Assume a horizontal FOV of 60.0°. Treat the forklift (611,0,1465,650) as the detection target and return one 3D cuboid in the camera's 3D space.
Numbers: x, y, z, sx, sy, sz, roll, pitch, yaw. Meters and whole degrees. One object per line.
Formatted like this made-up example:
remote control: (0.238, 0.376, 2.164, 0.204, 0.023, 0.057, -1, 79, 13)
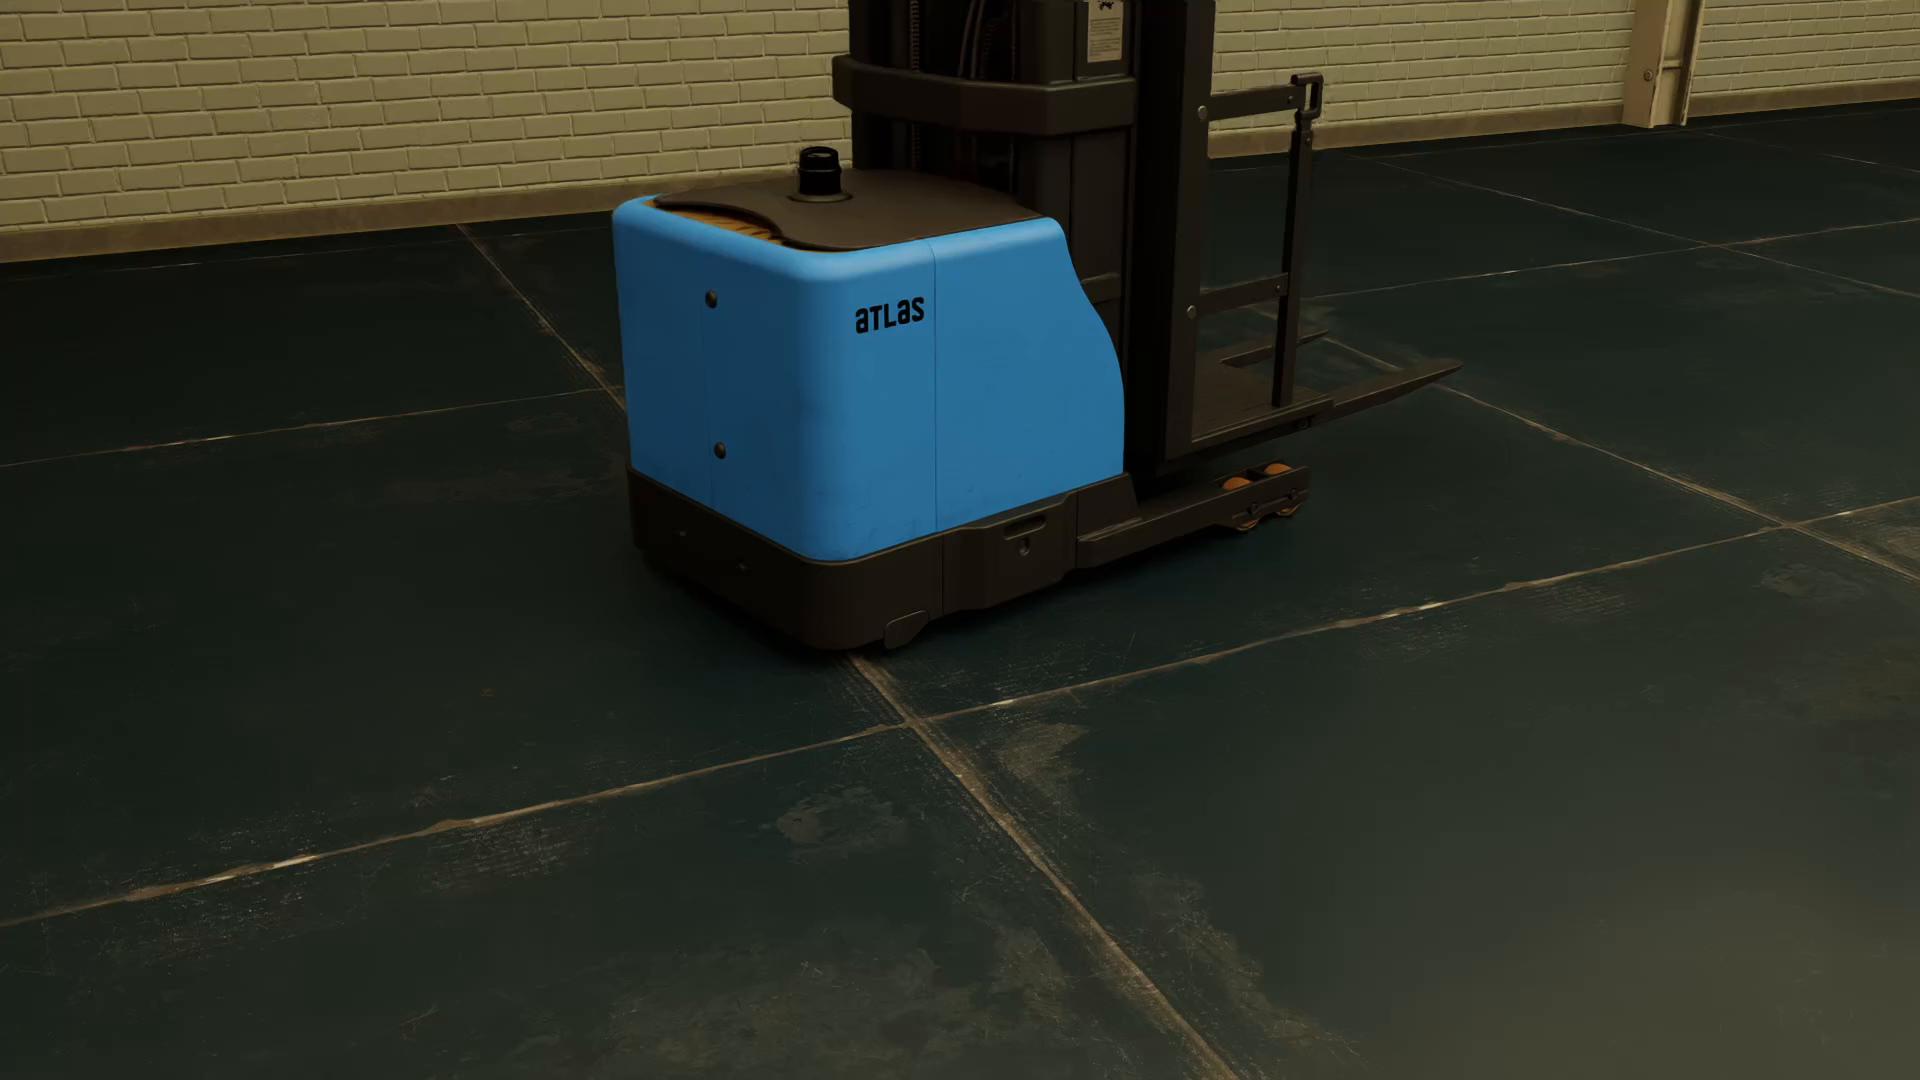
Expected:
forklift: (0.479, -1.518, 4.940, 3.031, 2.935, 1.130, -18, 29, -37)
